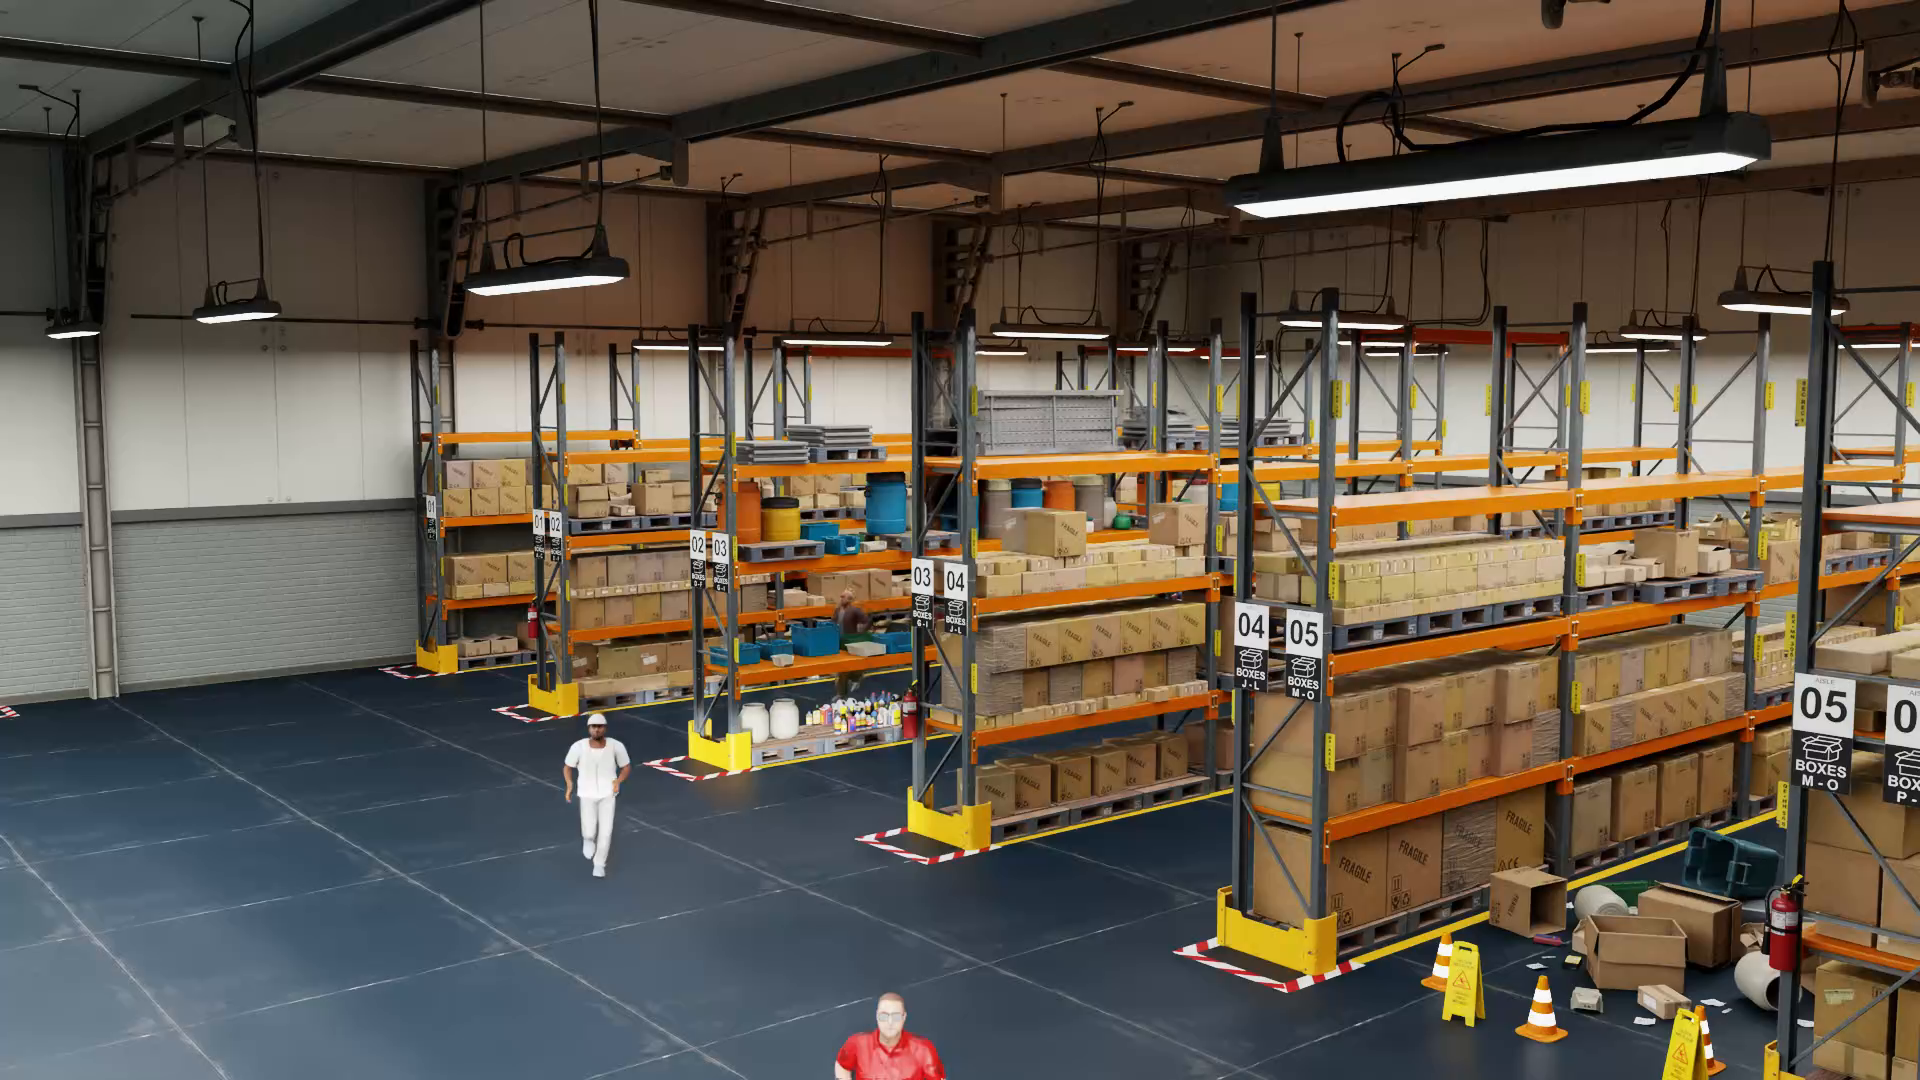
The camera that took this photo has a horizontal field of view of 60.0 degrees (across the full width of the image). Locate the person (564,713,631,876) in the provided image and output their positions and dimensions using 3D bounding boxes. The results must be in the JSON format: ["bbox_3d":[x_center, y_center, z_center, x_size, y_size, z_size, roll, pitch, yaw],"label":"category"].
[{"bbox_3d":[-3.828,2.684,17.592,0.701,1.716,0.587,-1,5,-13],"label":"person"}]

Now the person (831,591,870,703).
[{"bbox_3d":[-1.780,1.689,26.730,0.737,1.775,0.836,5,7,41],"label":"person"}]

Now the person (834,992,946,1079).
[{"bbox_3d":[-0.400,3.444,9.560,0.663,1.731,0.903,0,5,0],"label":"person"}]
